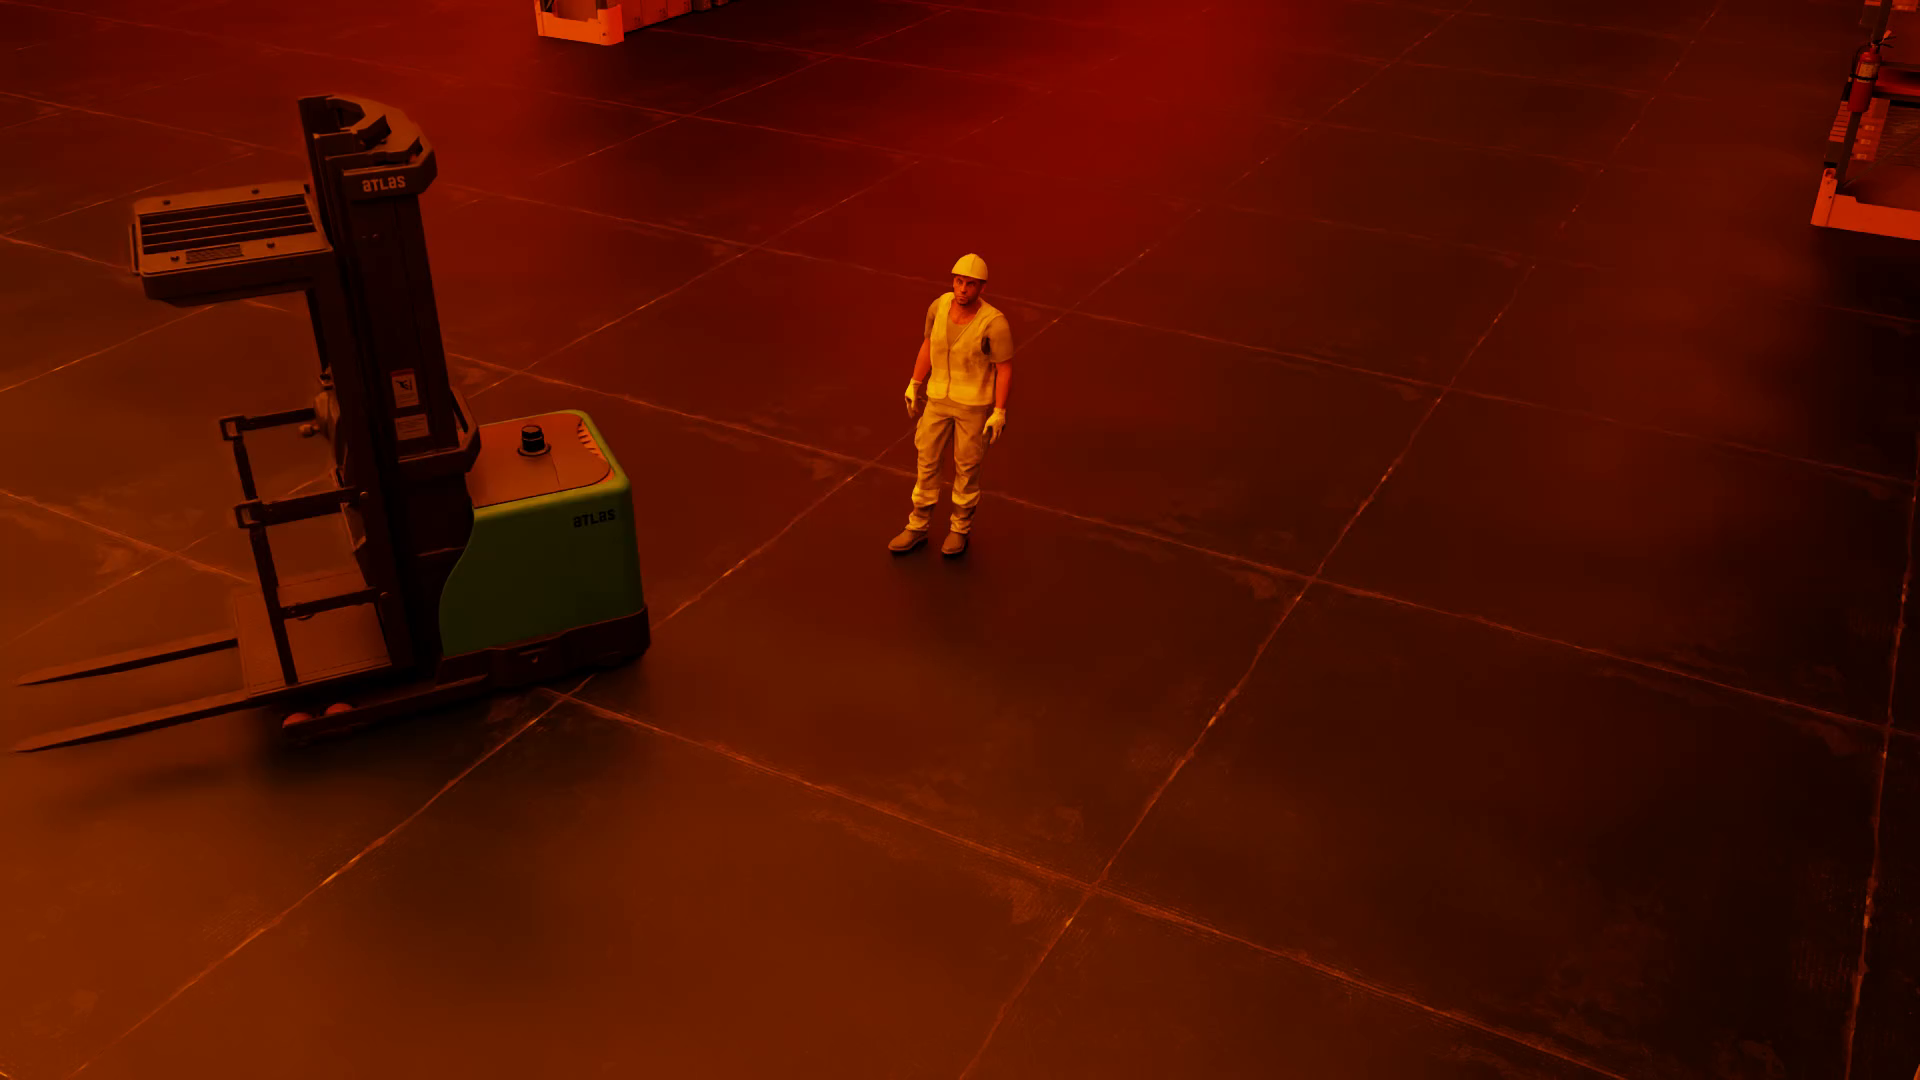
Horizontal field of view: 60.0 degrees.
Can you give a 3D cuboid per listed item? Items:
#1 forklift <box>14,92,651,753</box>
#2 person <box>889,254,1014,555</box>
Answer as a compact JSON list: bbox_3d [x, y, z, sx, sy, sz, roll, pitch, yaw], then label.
[{"bbox_3d":[-3.216,-0.547,8.018,3.031,2.935,1.130,-13,32,-21],"label":"forklift"},{"bbox_3d":[-0.049,-0.749,9.496,0.638,1.787,0.564,15,33,25],"label":"person"}]
